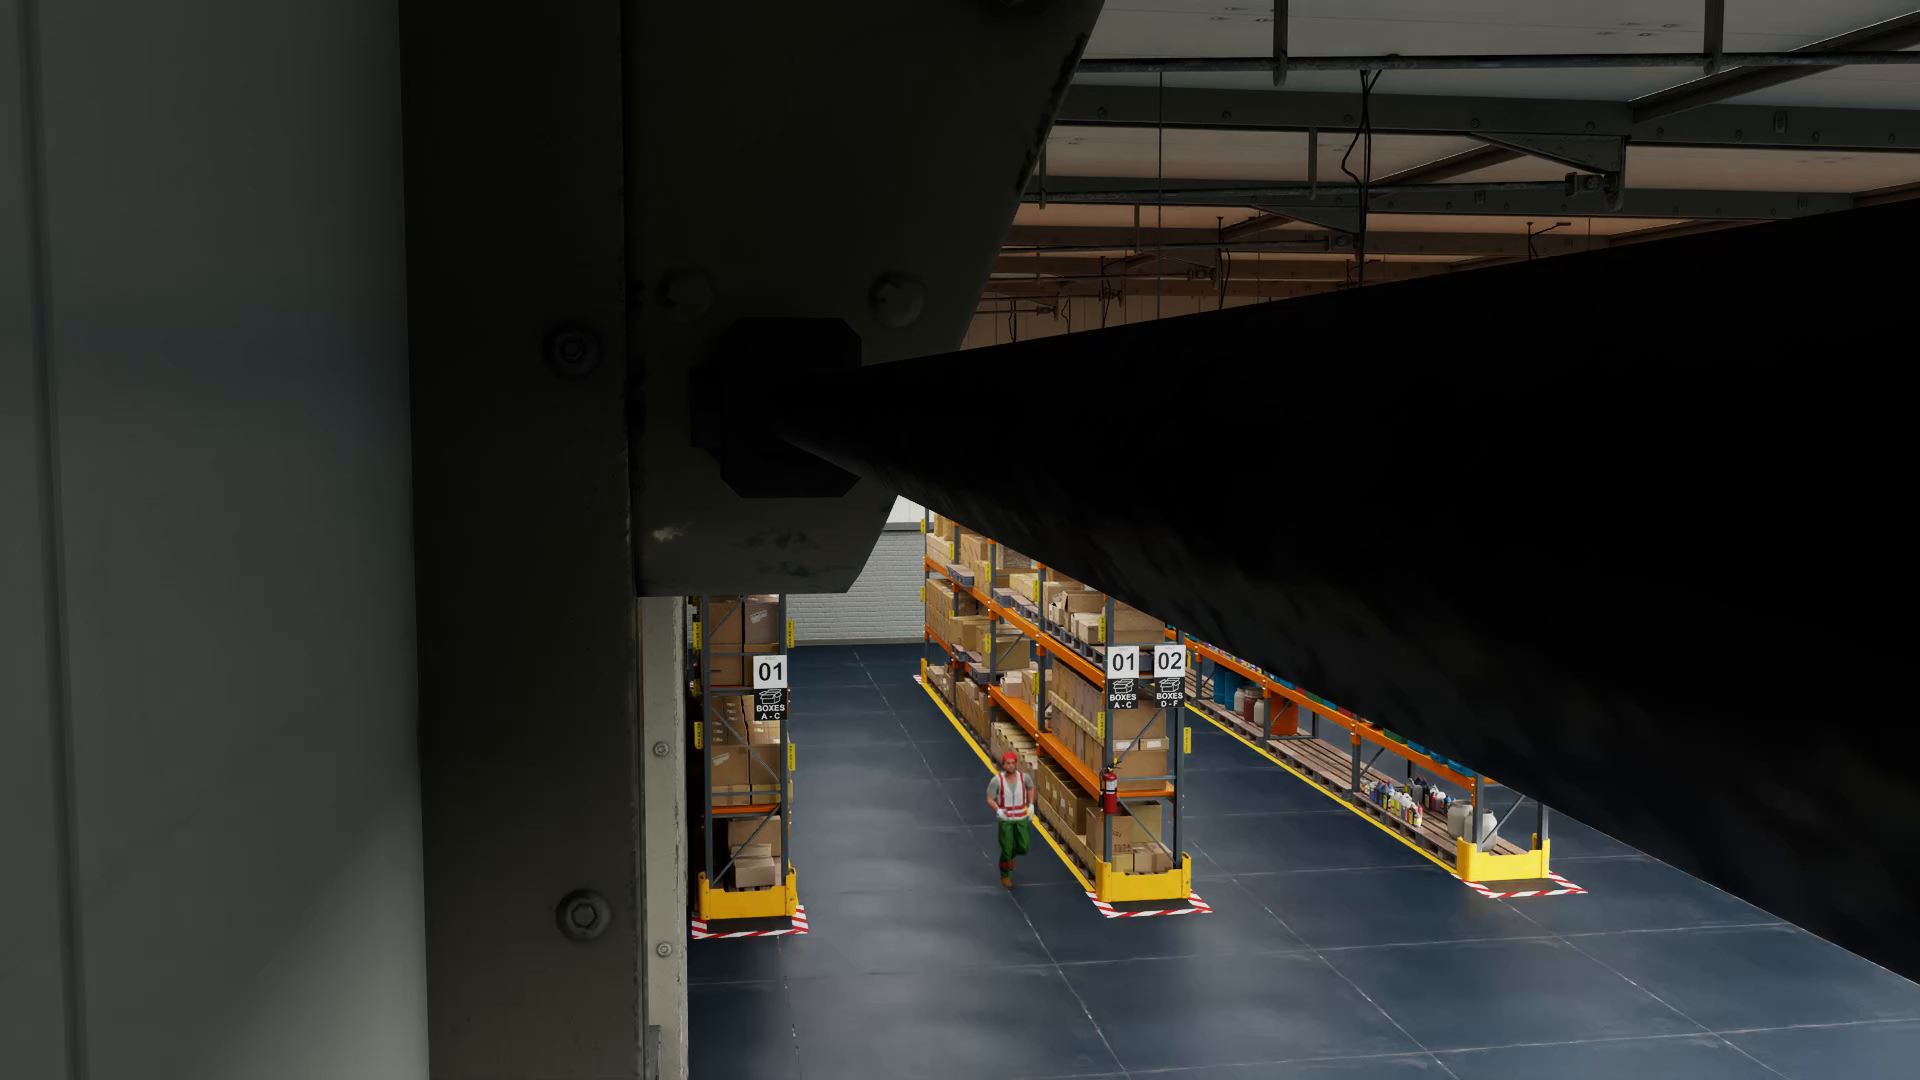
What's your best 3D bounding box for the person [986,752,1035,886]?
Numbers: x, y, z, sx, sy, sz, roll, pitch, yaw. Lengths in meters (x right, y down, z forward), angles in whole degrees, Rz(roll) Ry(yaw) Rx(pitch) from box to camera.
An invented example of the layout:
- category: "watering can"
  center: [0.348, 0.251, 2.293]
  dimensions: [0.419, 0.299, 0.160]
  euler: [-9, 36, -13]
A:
- category: "person"
  center: [0.673, 3.585, 21.357]
  dimensions: [0.662, 1.746, 0.651]
  euler: [-1, 5, -10]
